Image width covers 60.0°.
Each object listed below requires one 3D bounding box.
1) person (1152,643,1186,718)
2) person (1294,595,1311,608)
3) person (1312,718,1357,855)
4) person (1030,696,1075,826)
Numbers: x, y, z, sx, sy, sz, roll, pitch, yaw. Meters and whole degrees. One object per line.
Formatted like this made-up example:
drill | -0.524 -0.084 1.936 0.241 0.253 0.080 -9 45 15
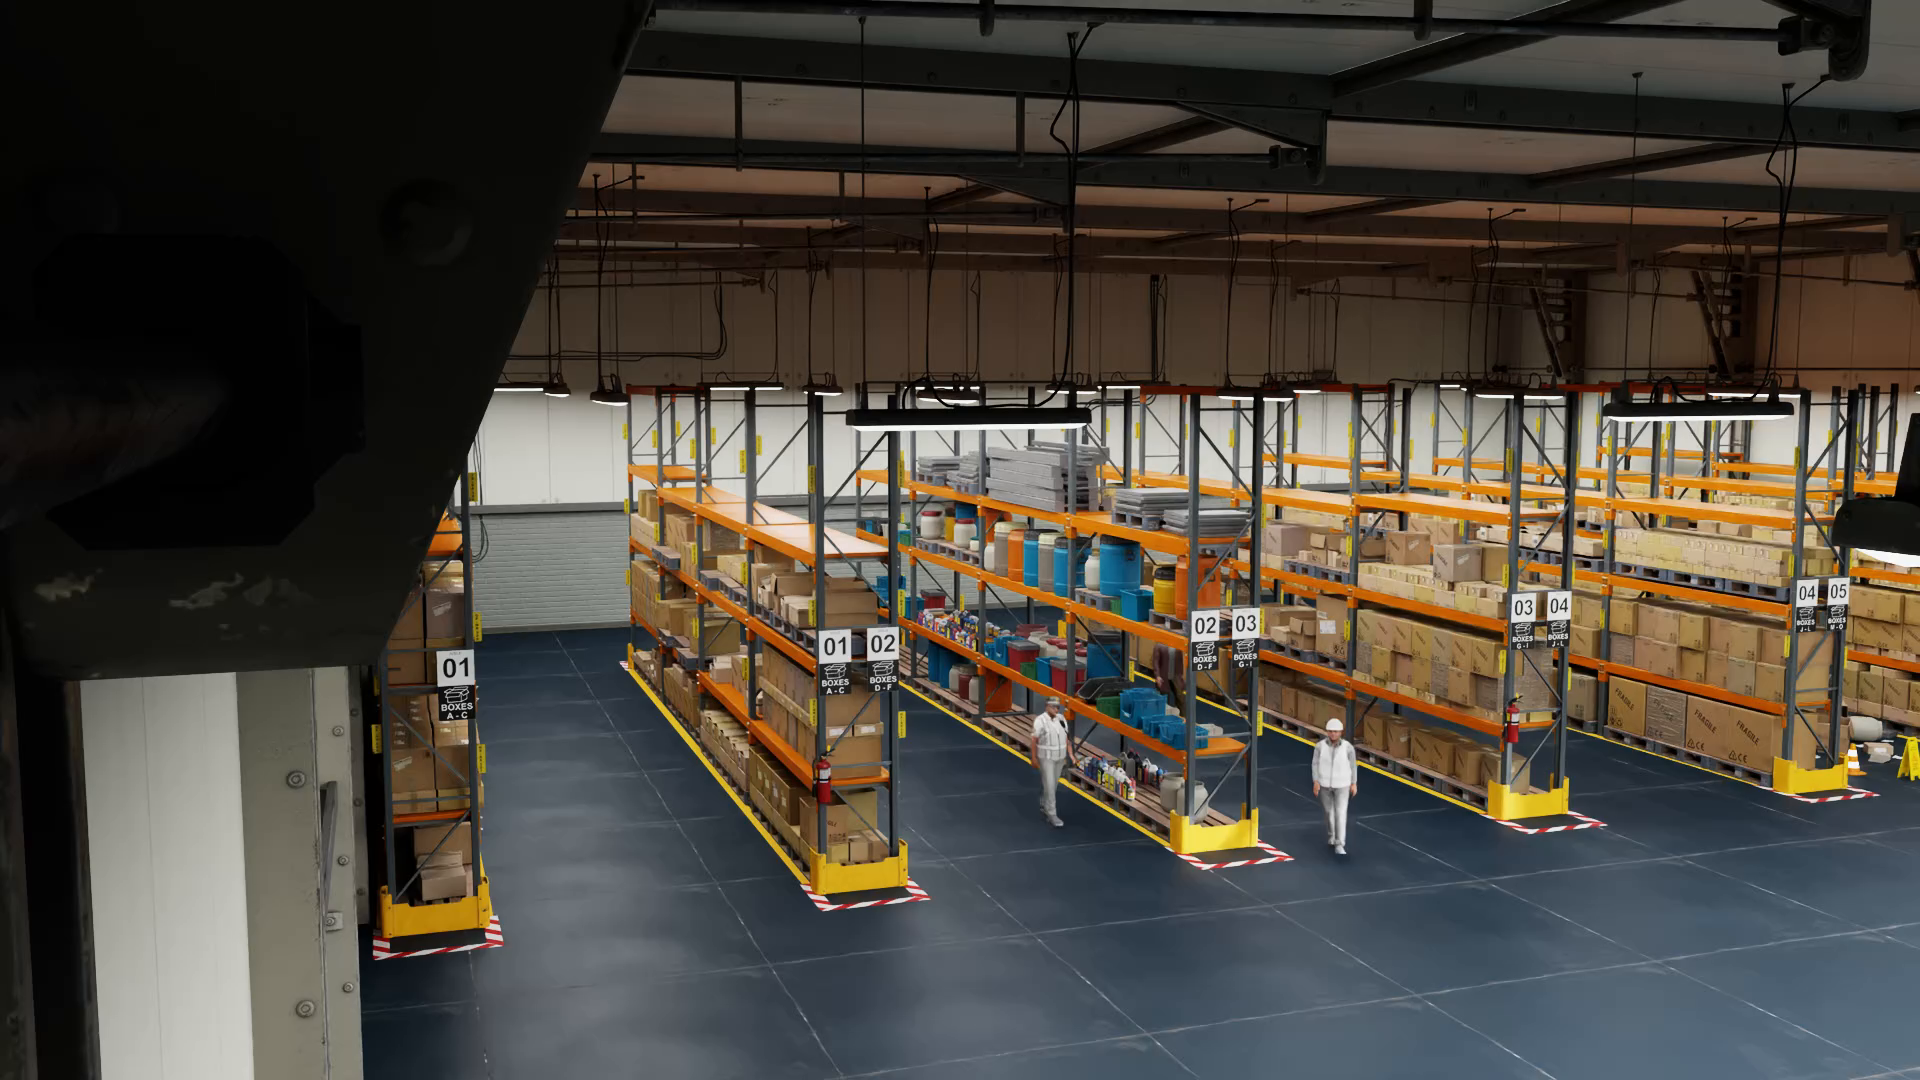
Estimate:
person | 3.701 2.437 29.129 0.637 1.773 0.847 -1 6 -9
person | 8.499 1.178 41.702 0.986 1.684 0.538 -3 6 -24
person | 4.863 3.200 21.735 0.564 1.729 0.989 3 6 24
person | 1.337 3.049 23.297 0.559 1.731 0.839 -4 7 -36
